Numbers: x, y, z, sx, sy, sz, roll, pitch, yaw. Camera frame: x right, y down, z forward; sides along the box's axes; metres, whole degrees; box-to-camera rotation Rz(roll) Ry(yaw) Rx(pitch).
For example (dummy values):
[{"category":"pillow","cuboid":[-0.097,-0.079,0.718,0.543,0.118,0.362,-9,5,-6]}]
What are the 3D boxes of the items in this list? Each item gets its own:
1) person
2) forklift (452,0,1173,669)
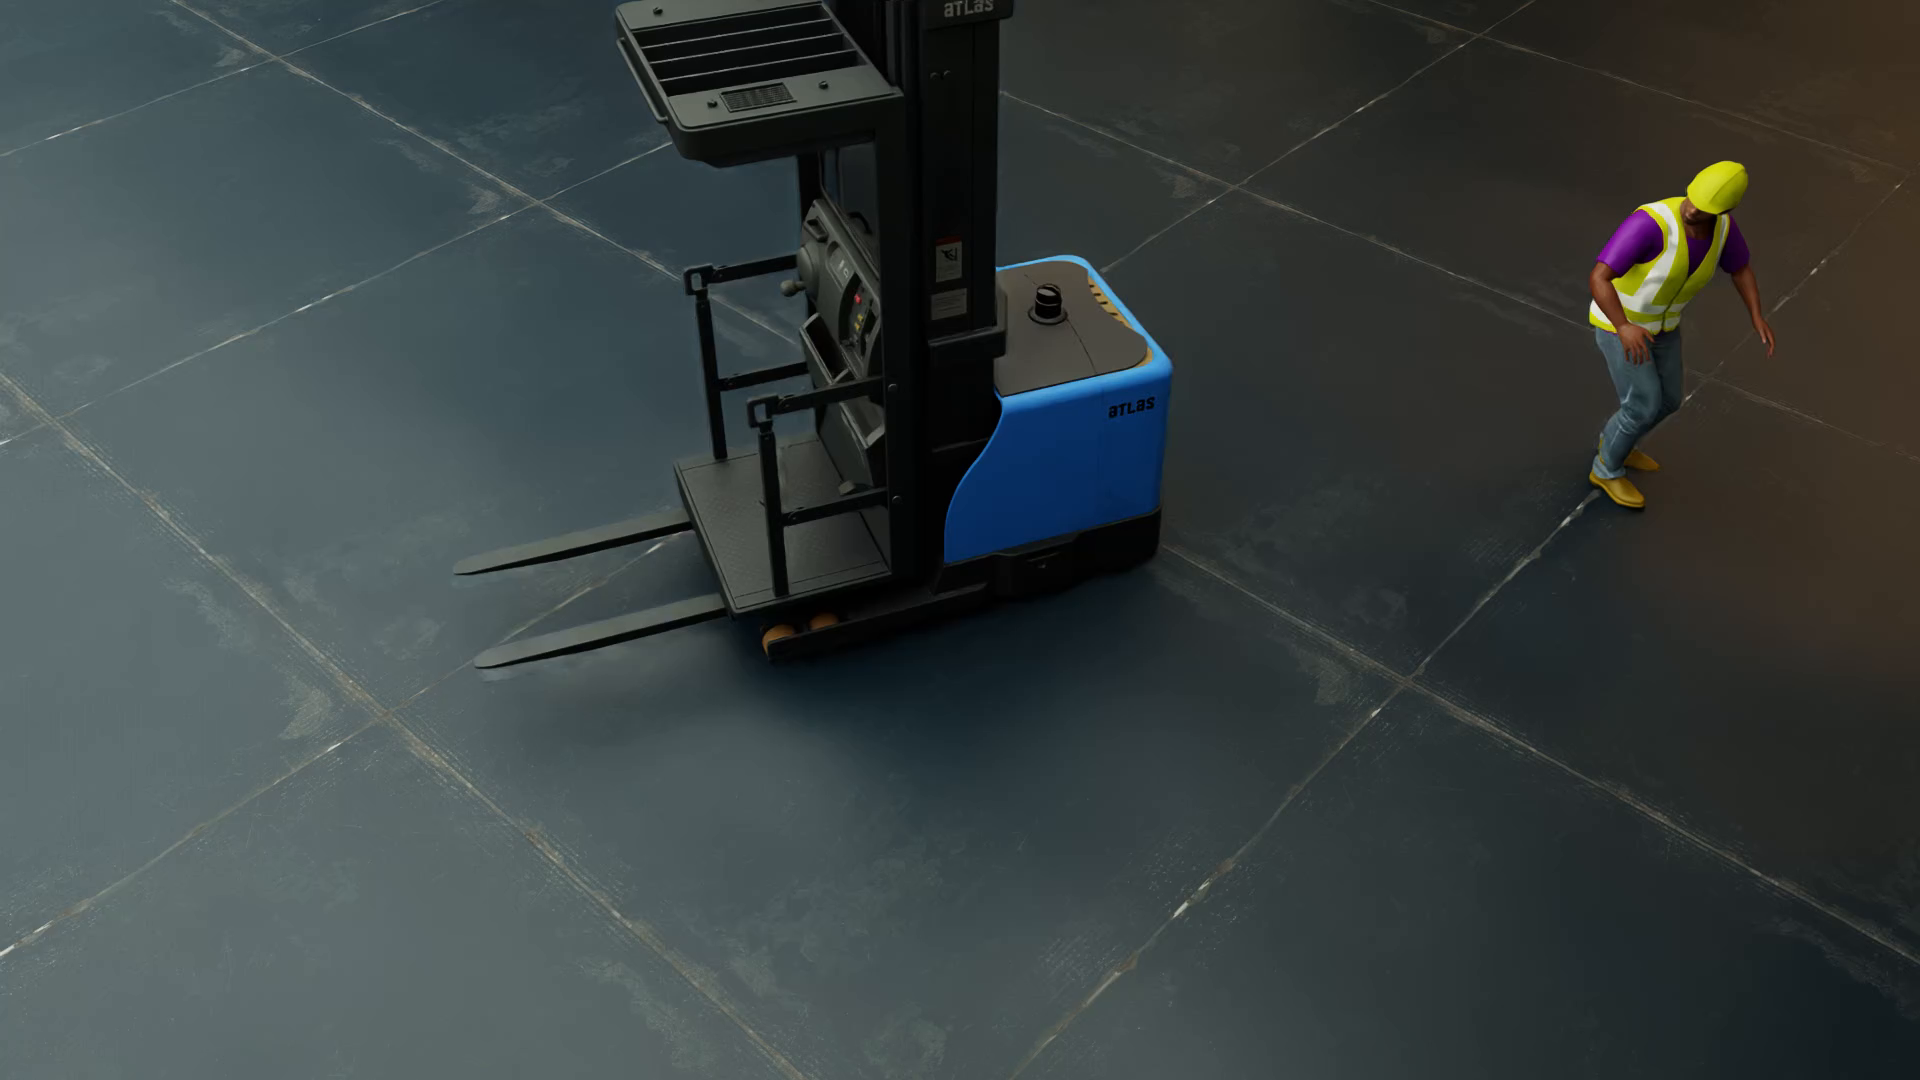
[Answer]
[{"category":"person","cuboid":[3.190,-0.910,7.469,0.821,1.716,0.645,-20,44,-21]},{"category":"forklift","cuboid":[-0.667,-0.980,6.570,3.031,2.935,1.130,-14,43,-16]}]
